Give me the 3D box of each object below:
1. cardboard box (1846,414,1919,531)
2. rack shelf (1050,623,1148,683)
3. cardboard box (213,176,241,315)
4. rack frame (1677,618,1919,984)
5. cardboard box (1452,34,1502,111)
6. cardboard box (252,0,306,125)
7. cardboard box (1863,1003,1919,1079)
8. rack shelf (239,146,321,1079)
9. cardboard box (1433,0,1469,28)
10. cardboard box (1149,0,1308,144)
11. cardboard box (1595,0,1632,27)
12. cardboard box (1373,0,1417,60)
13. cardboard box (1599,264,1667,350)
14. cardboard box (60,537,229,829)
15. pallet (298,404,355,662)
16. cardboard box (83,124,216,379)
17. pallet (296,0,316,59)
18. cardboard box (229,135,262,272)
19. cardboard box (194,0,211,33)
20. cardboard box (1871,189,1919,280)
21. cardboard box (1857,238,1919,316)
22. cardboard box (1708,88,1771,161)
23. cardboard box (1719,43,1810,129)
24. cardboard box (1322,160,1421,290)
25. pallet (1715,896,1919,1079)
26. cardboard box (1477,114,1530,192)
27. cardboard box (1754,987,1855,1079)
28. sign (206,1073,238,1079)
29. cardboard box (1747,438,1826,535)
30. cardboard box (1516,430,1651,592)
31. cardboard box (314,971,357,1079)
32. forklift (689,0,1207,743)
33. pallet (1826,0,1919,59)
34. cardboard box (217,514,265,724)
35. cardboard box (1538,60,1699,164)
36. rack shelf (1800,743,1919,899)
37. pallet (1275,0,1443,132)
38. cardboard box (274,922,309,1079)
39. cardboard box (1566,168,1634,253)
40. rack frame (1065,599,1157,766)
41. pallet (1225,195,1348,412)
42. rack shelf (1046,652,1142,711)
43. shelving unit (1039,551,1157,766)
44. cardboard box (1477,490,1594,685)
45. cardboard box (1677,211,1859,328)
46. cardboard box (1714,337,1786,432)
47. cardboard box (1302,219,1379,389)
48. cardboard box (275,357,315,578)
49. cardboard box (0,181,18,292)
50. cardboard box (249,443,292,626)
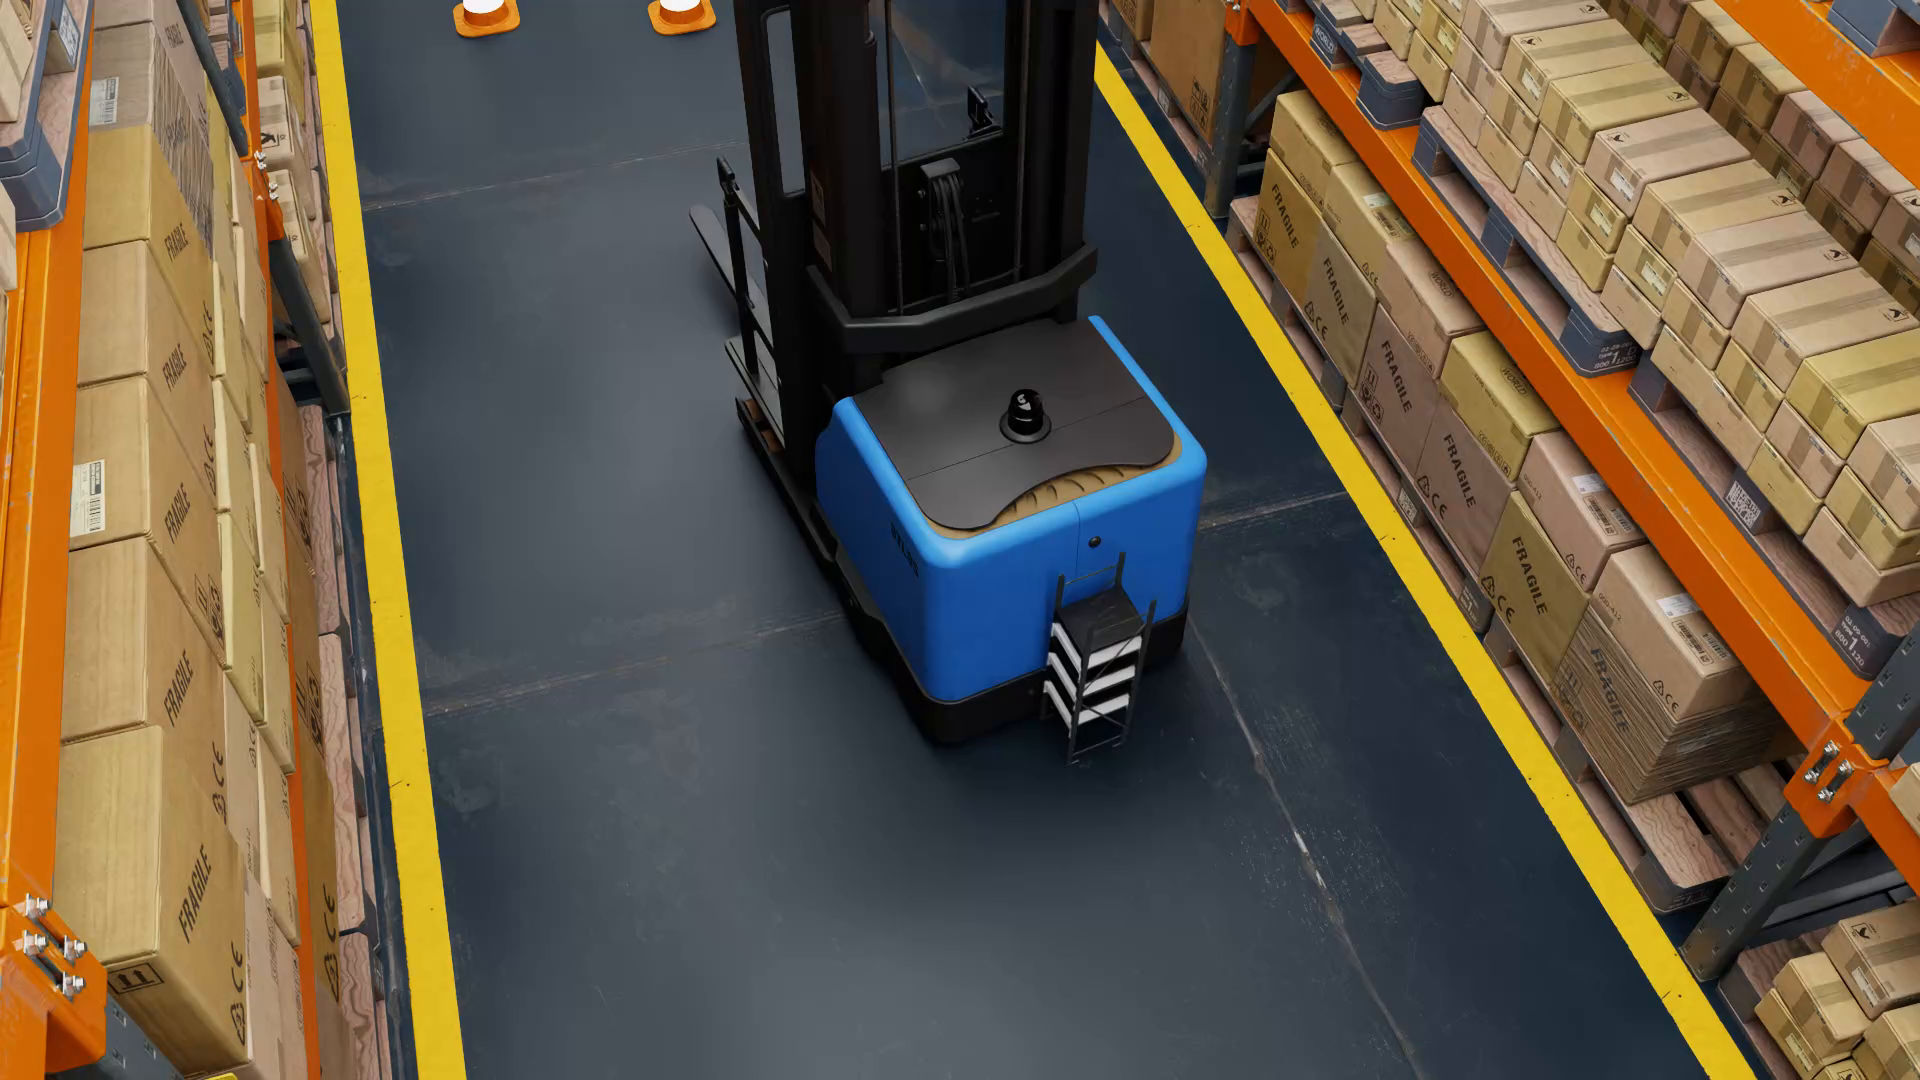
[{"bbox_3d":[2.525,-0.195,4.242,0.380,0.149,0.250,-11,51,-9],"label":"cardboard box"},{"bbox_3d":[0.456,0.330,5.473,0.258,0.077,0.200,-20,57,-16],"label":"rack shelf"},{"bbox_3d":[-2.510,-0.871,5.083,0.500,0.250,0.500,-14,51,-12],"label":"cardboard box"},{"bbox_3d":[2.830,0.301,4.324,1.000,3.000,0.127,-13,51,-11],"label":"rack frame"},{"bbox_3d":[1.910,-1.615,5.634,0.380,0.149,0.250,-13,51,-11],"label":"cardboard box"},{"bbox_3d":[-3.654,-2.223,7.896,0.950,0.372,0.625,-12,51,-10],"label":"cardboard box"},{"bbox_3d":[2.759,1.405,4.594,0.380,0.149,0.250,-11,51,-9],"label":"cardboard box"},{"bbox_3d":[-2.460,0.265,4.825,1.077,0.370,4.000,-13,51,-11],"label":"rack shelf"},{"bbox_3d":[1.827,-1.916,5.694,0.380,0.149,0.250,-15,52,-12],"label":"cardboard box"},{"bbox_3d":[1.553,-2.496,7.879,1.050,0.750,0.750,-14,51,-11],"label":"cardboard box"},{"bbox_3d":[2.463,-1.944,5.912,0.380,0.149,0.250,-13,51,-11],"label":"cardboard box"},{"bbox_3d":[1.746,-1.910,6.077,0.380,0.149,0.250,-11,51,-9],"label":"cardboard box"},{"bbox_3d":[2.213,-0.756,5.105,0.380,0.149,0.250,-15,52,-13],"label":"cardboard box"},{"bbox_3d":[-1.901,0.387,3.532,0.500,0.500,0.500,-14,51,-11],"label":"cardboard box"},{"bbox_3d":[-2.890,0.064,6.348,1.003,0.211,1.213,-13,51,-11],"label":"pallet"},{"bbox_3d":[-2.349,-0.727,4.471,0.500,0.500,0.500,-13,51,-11],"label":"cardboard box"},{"bbox_3d":[-4.003,-2.882,8.831,1.003,0.211,1.213,-13,51,-11],"label":"pallet"},{"bbox_3d":[-2.654,-1.069,5.577,0.500,0.250,0.500,-15,51,-12],"label":"cardboard box"},{"bbox_3d":[-2.964,-2.072,5.790,0.500,0.500,0.500,-15,51,-12],"label":"cardboard box"},{"bbox_3d":[2.920,-0.910,4.846,0.380,0.149,0.250,-14,51,-11],"label":"cardboard box"},{"bbox_3d":[2.920,-0.808,4.954,0.380,0.149,0.250,-15,52,-13],"label":"cardboard box"},{"bbox_3d":[2.688,-1.383,5.439,0.380,0.149,0.250,-14,51,-12],"label":"cardboard box"},{"bbox_3d":[2.687,-1.477,5.324,0.380,0.149,0.250,-12,51,-10],"label":"cardboard box"},{"bbox_3d":[1.770,-1.263,6.513,0.500,0.250,0.500,-14,51,-11],"label":"cardboard box"},{"bbox_3d":[3.063,1.682,4.984,1.003,0.211,1.213,-13,51,-11],"label":"pallet"},{"bbox_3d":[1.981,-1.335,5.593,0.380,0.149,0.250,-13,51,-10],"label":"cardboard box"},{"bbox_3d":[2.631,1.423,4.968,0.380,0.149,0.250,-15,52,-13],"label":"cardboard box"},{"bbox_3d":[-1.339,1.062,3.064,0.100,0.325,0.005,-13,51,-11],"label":"sign"},{"bbox_3d":[2.446,-0.189,4.626,0.380,0.149,0.250,-13,51,-11],"label":"cardboard box"},{"bbox_3d":[2.229,-0.136,5.562,0.500,0.250,0.500,-11,51,-9],"label":"cardboard box"},{"bbox_3d":[-2.128,1.608,4.337,0.875,0.875,0.875,-12,51,-10],"label":"cardboard box"},{"bbox_3d":[-0.268,-1.375,5.782,1.130,2.935,3.031,-20,53,-16],"label":"forklift"},{"bbox_3d":[2.749,-1.081,3.650,1.213,0.211,1.003,-13,51,-11],"label":"pallet"},{"bbox_3d":[-2.034,0.247,4.141,0.500,0.250,0.500,-13,51,-11],"label":"cardboard box"},{"bbox_3d":[2.059,-1.343,5.211,0.380,0.149,0.250,-14,51,-11],"label":"cardboard box"},{"bbox_3d":[3.422,1.993,3.368,1.077,0.370,4.000,-13,51,-11],"label":"rack shelf"},{"bbox_3d":[1.960,-2.063,6.442,1.213,0.211,1.003,-13,51,-11],"label":"pallet"},{"bbox_3d":[-1.747,1.161,3.697,0.500,0.250,0.500,-14,51,-12],"label":"cardboard box"},{"bbox_3d":[2.130,-1.058,5.164,0.380,0.149,0.250,-13,51,-11],"label":"cardboard box"},{"bbox_3d":[0.494,0.492,5.537,0.240,0.900,0.006,-20,57,-16],"label":"rack frame"},{"bbox_3d":[1.877,-1.151,7.372,1.003,0.211,1.213,-13,51,-11],"label":"pallet"},{"bbox_3d":[0.450,0.436,5.618,0.258,0.077,0.200,-20,57,-16],"label":"rack shelf"},{"bbox_3d":[0.451,0.417,5.591,0.258,0.900,0.210,-20,57,-16],"label":"shelving unit"},{"bbox_3d":[2.219,0.113,5.843,0.500,0.500,0.500,-14,51,-12],"label":"cardboard box"},{"bbox_3d":[2.292,-0.771,4.729,0.380,0.149,0.250,-13,51,-11],"label":"cardboard box"},{"bbox_3d":[2.374,-0.470,4.669,0.380,0.149,0.250,-11,51,-9],"label":"cardboard box"},{"bbox_3d":[1.765,-1.010,6.789,0.500,0.500,0.500,-13,51,-11],"label":"cardboard box"},{"bbox_3d":[-2.927,-0.355,5.992,0.875,0.875,0.875,-14,51,-11],"label":"cardboard box"},{"bbox_3d":[-1.908,-0.537,2.946,0.380,0.166,0.250,-16,52,-13],"label":"cardboard box"},{"bbox_3d":[-2.176,0.038,4.644,0.500,0.250,0.500,-14,51,-12],"label":"cardboard box"}]
